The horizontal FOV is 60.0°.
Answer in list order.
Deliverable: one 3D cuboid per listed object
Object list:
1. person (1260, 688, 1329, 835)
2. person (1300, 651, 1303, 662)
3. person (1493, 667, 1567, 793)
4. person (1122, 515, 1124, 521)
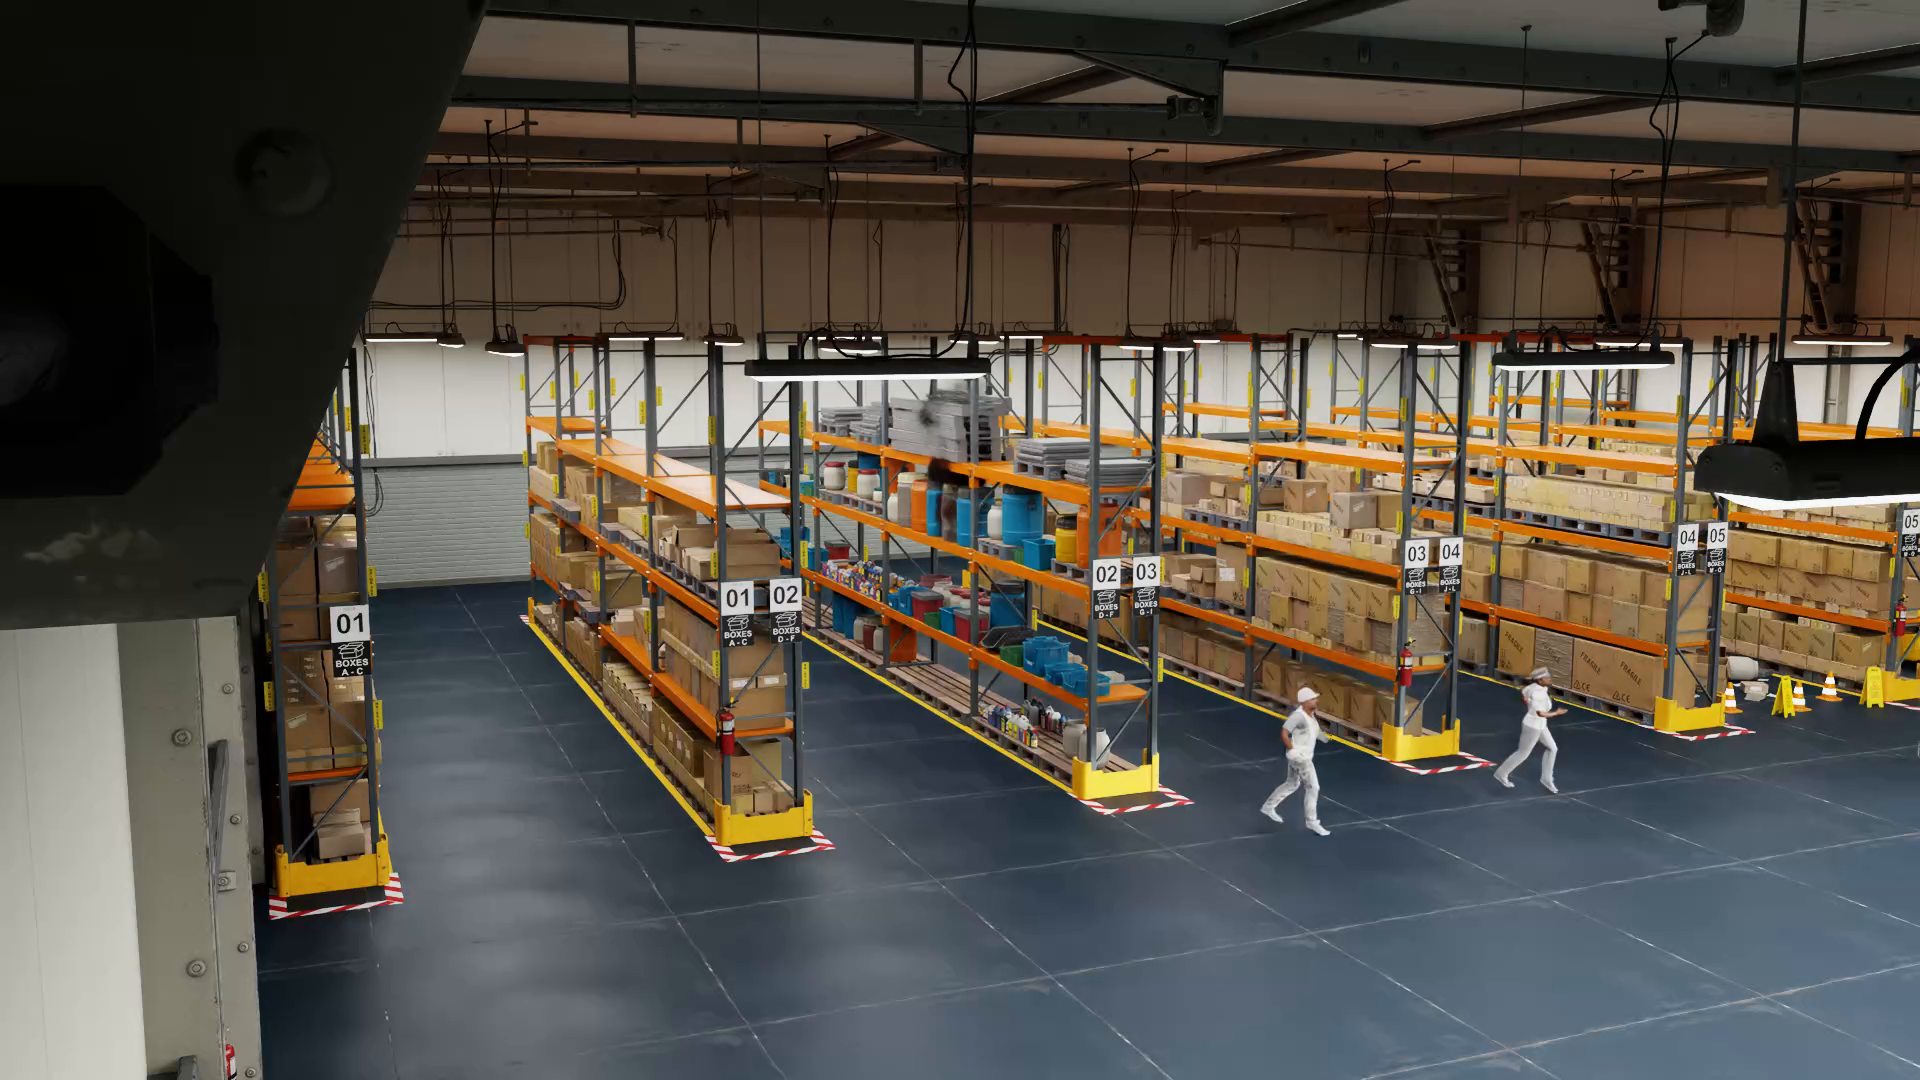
[{"bbox_3d":[4.171,2.709,20.620,0.855,1.819,0.673,2,8,14],"label":"person"},{"bbox_3d":[6.208,1.480,30.514,0.595,1.629,0.592,-3,8,-24],"label":"person"},{"bbox_3d":[7.674,2.538,22.344,0.893,1.747,0.586,3,8,23],"label":"person"},{"bbox_3d":[3.767,0.121,41.025,0.726,1.547,0.657,-6,10,-37],"label":"person"}]
